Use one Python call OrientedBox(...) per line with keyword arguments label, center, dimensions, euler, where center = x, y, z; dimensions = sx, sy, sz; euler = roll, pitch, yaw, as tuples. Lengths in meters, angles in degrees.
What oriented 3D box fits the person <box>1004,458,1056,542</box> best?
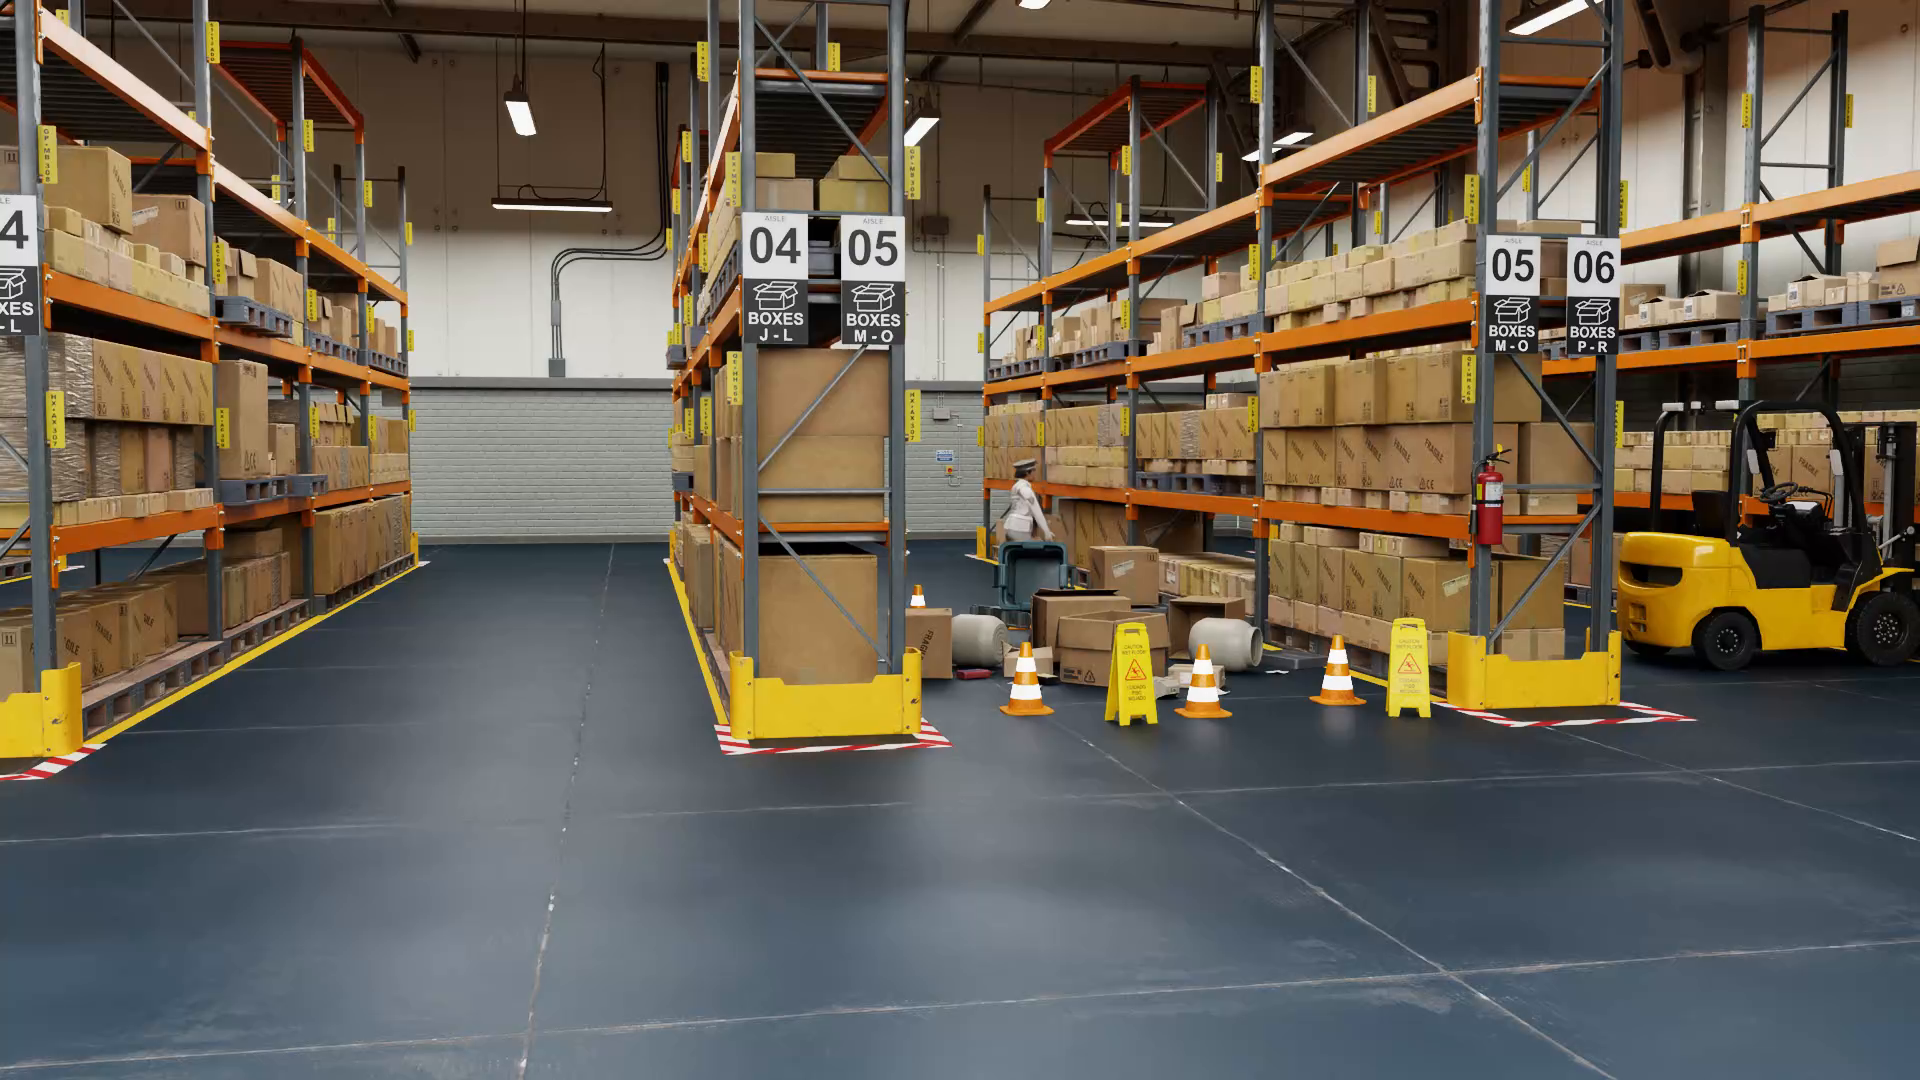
OrientedBox(label="person", center=(0.746, -0.053, 18.097), dimensions=(0.535, 1.674, 0.416), euler=(-1, 3, -12))
